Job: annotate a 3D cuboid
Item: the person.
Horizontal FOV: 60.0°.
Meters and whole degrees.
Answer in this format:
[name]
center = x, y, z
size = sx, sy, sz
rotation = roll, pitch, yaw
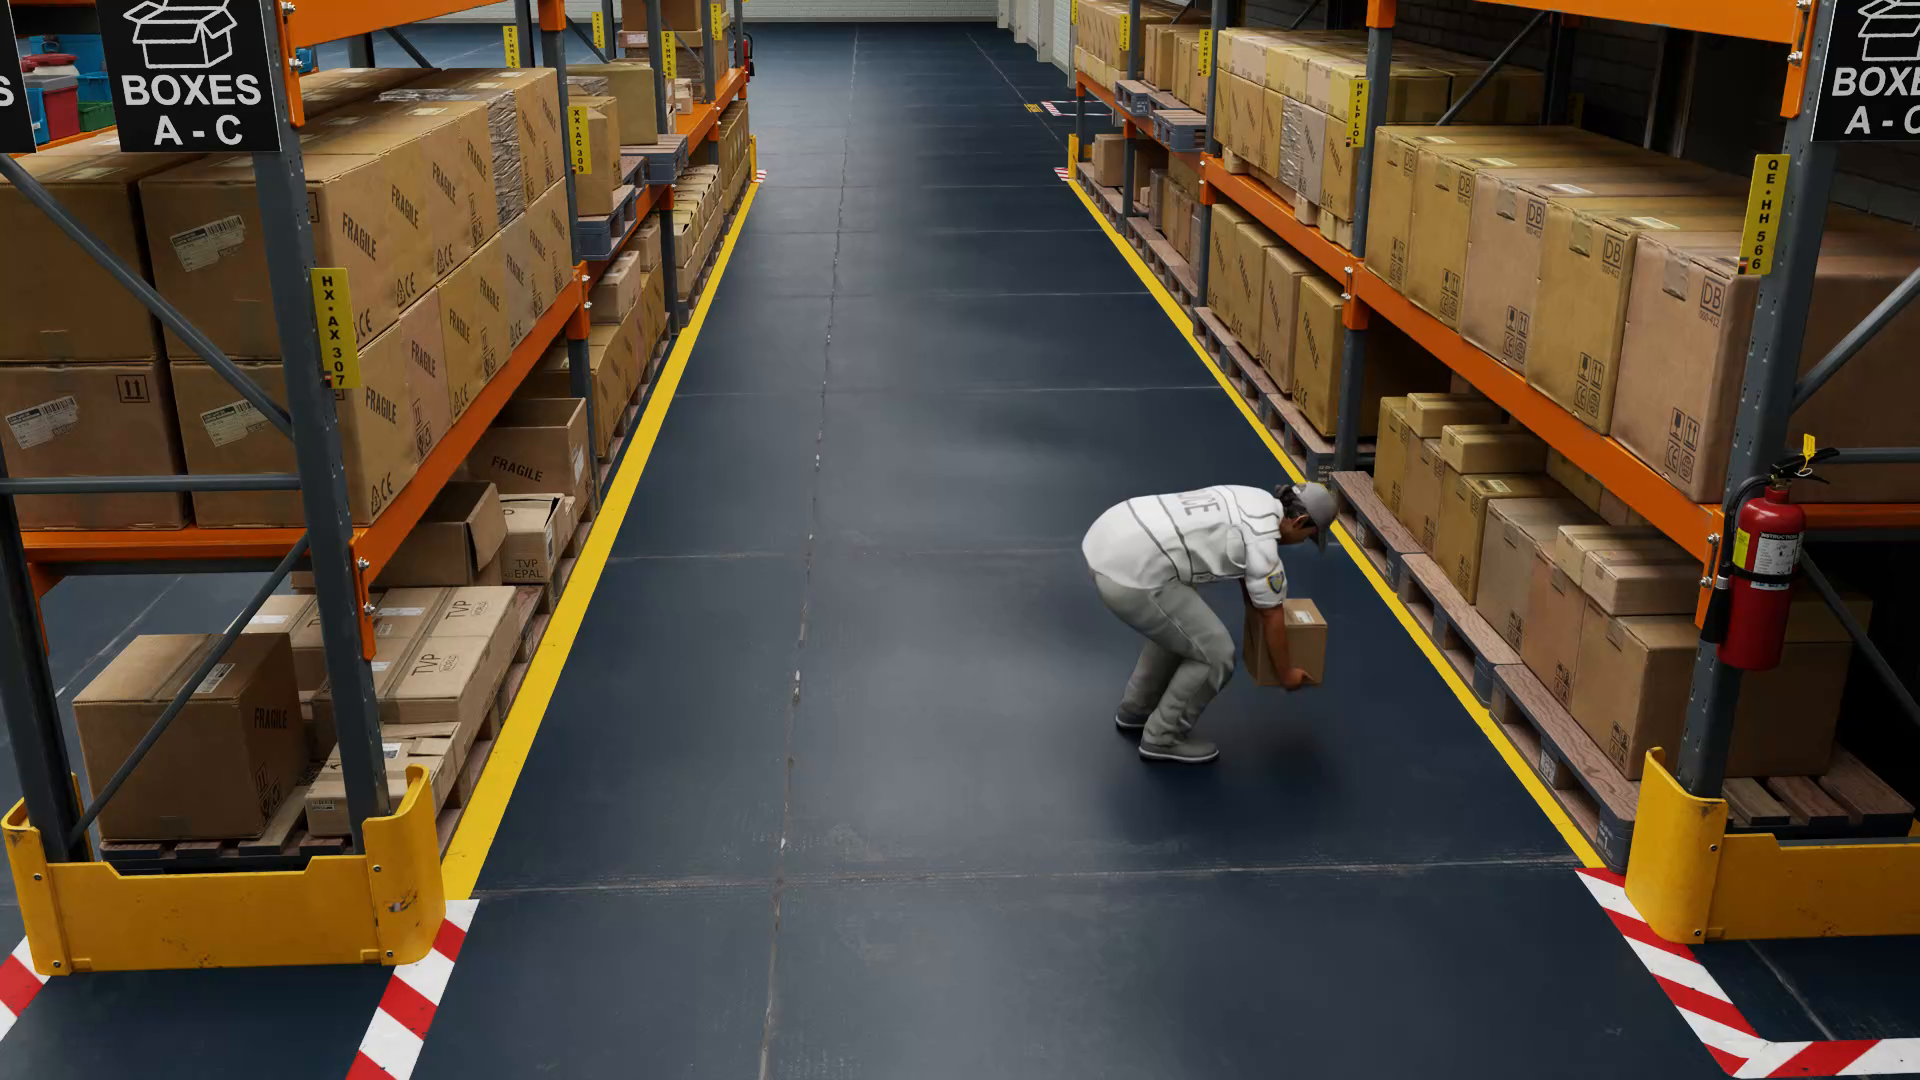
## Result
[person]
center = 0.923, 0.288, 6.217
size = 0.938, 1.031, 0.504
rotation = -2, 21, -6
